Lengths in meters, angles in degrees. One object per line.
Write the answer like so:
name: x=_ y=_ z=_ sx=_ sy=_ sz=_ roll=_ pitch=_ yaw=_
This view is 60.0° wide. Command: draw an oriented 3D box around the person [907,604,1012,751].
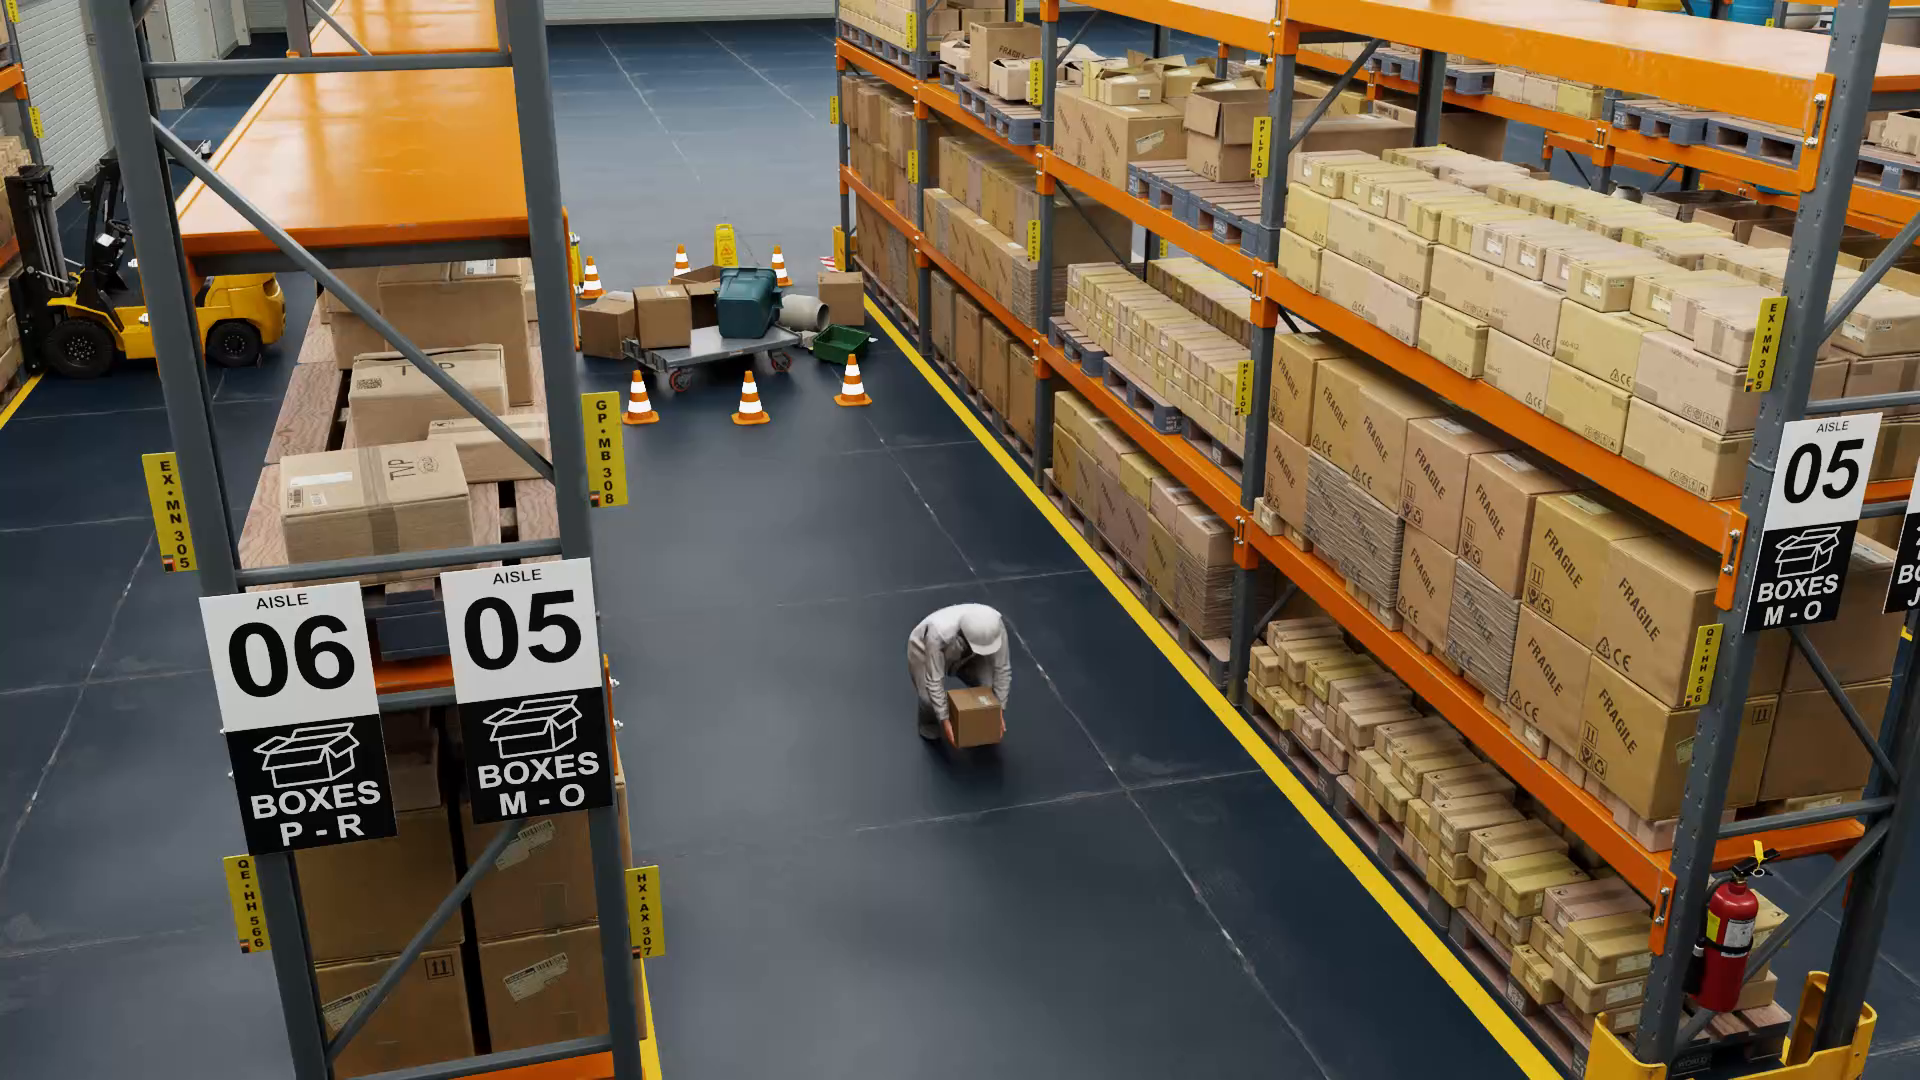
person: x=-0.004 y=0.737 z=9.883 sx=0.539 sy=1.001 sz=0.871 roll=-6 pitch=24 yaw=-14
